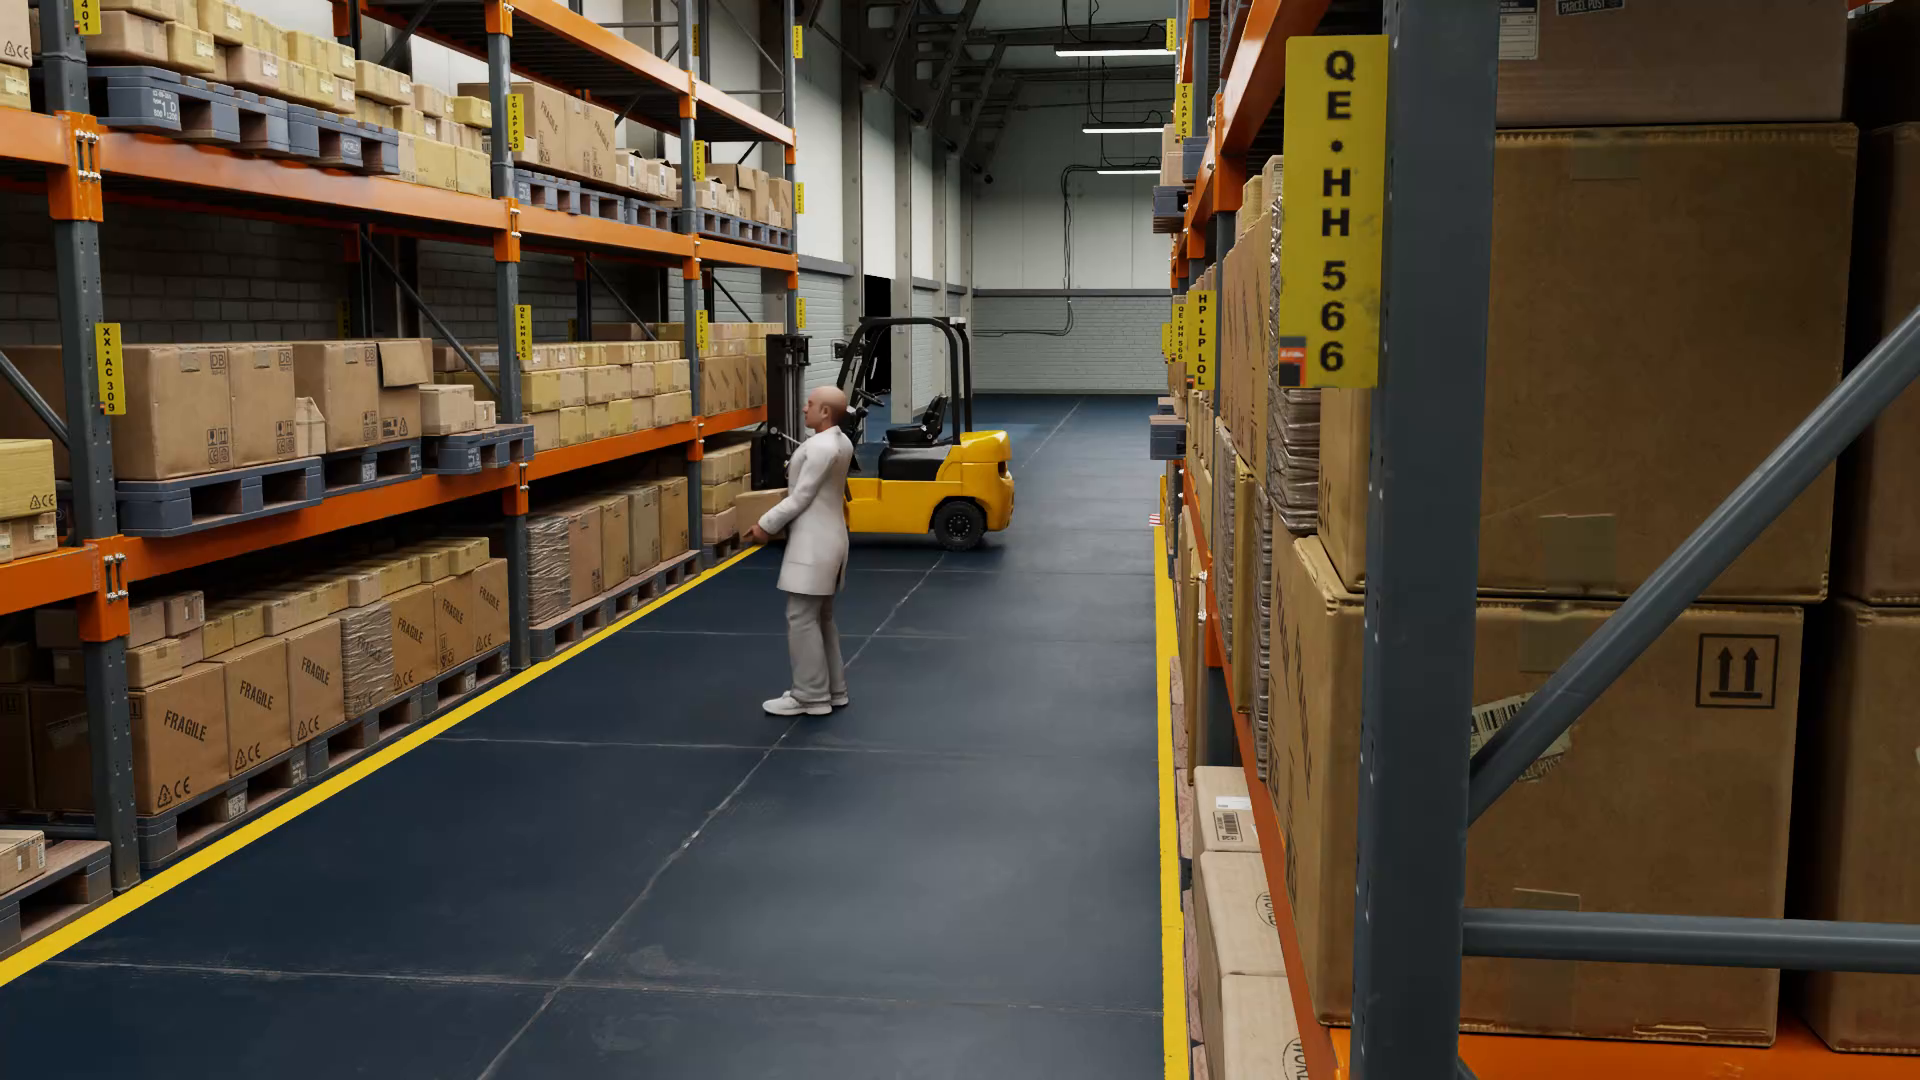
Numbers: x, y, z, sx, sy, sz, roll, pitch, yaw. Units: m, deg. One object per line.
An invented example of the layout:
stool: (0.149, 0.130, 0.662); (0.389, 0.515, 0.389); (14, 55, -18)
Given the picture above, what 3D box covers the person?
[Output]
person: (-0.869, 0.093, 8.986); (0.555, 1.681, 0.517); (1, 7, 7)
